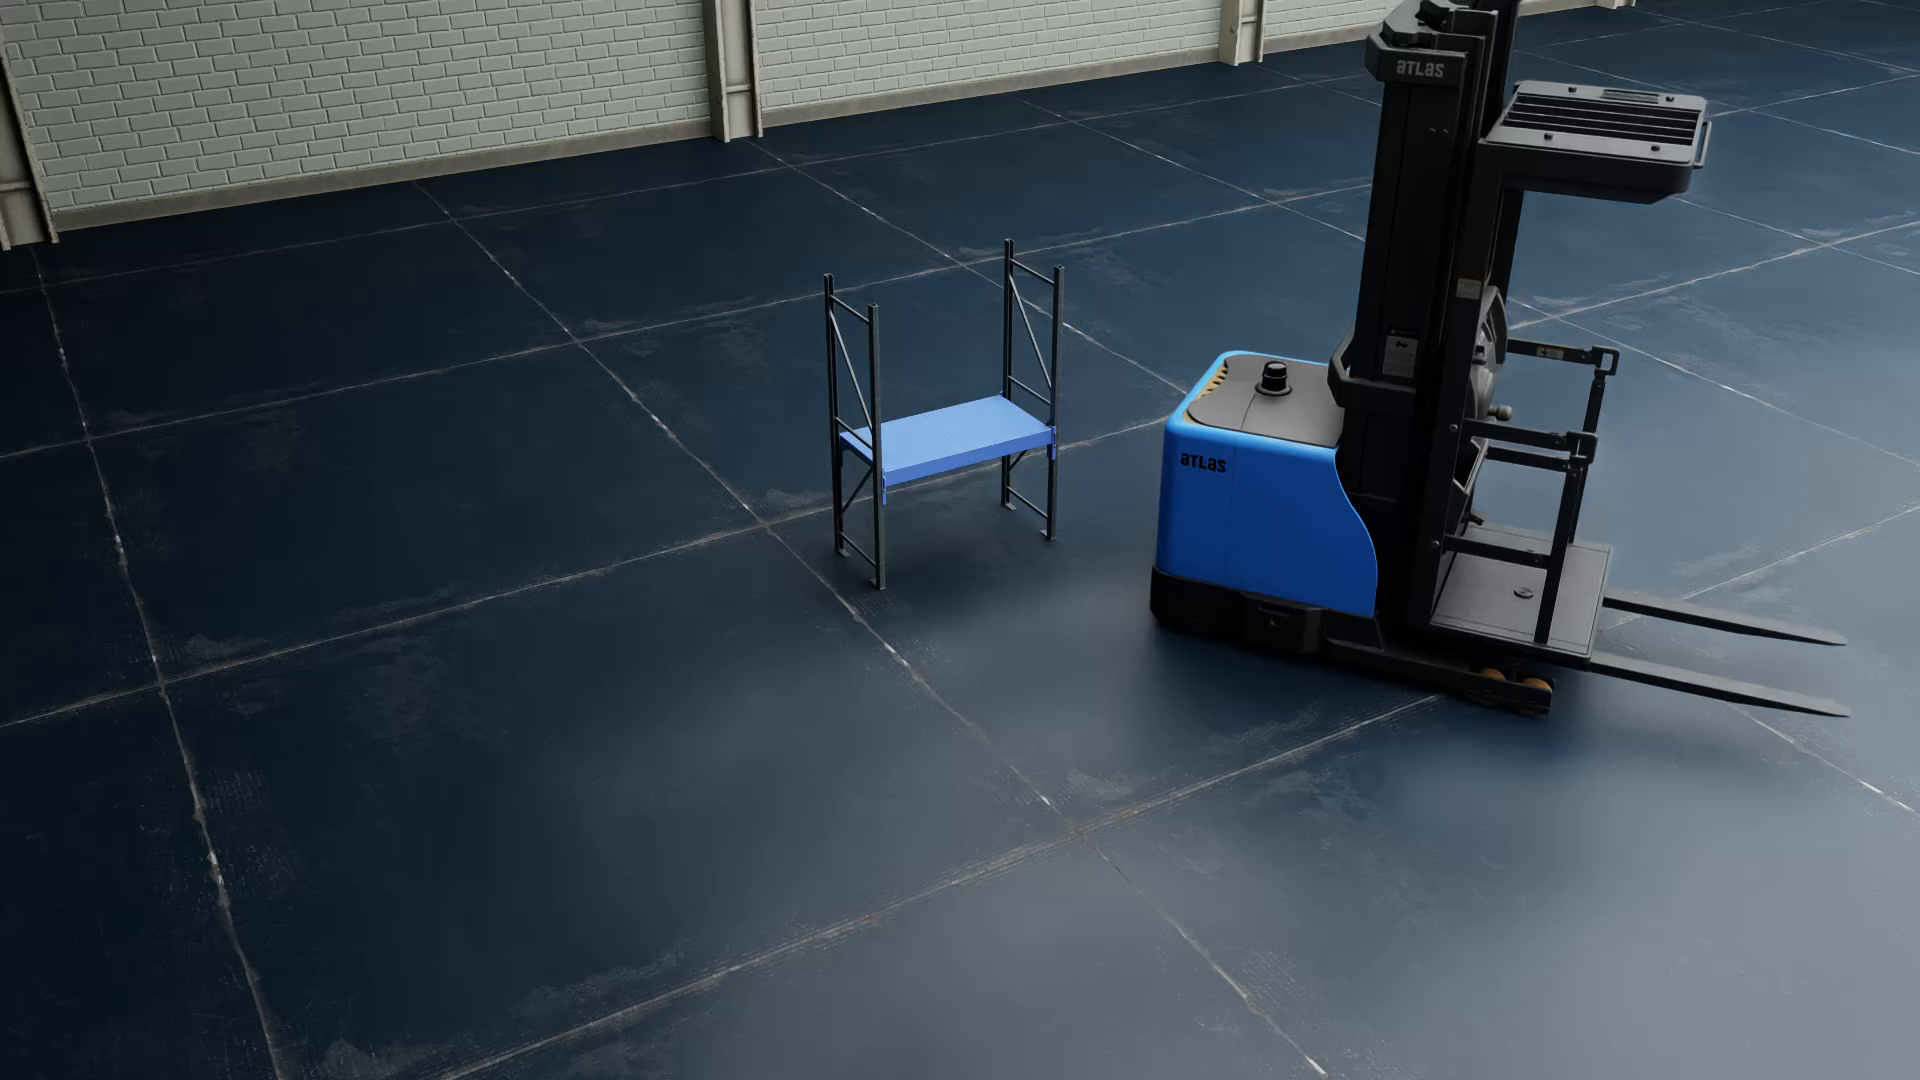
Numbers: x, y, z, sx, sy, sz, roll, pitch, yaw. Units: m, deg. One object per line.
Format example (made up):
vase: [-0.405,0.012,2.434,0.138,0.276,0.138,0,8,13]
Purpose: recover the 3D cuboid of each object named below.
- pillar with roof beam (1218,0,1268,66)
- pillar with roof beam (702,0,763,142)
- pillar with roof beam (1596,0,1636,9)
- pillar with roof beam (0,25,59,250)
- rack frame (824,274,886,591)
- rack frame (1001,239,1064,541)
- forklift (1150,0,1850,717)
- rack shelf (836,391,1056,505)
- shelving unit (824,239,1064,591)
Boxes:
pillar with roof beam: [5.260,-7.421,12.883,0.400,9.000,9.100,-16,33,-26]
pillar with roof beam: [0.087,-5.952,10.222,0.400,9.000,9.100,-16,33,-26]
pillar with roof beam: [10.433,-8.890,15.545,0.400,9.000,9.100,-16,33,-26]
pillar with roof beam: [-5.087,-4.484,7.561,0.400,9.000,9.100,-16,33,-26]
rack frame: [-0.512,-0.511,8.124,0.032,1.500,0.500,-16,33,-26]
rack frame: [0.365,-0.760,8.575,0.032,1.500,0.500,-16,33,-26]
forklift: [2.476,-0.798,7.162,3.031,2.935,1.130,12,31,21]
rack shelf: [-0.074,-0.478,8.437,1.000,0.185,0.538,-16,33,-26]
shelving unit: [-0.074,-0.636,8.350,1.048,1.500,0.538,-16,33,-26]
